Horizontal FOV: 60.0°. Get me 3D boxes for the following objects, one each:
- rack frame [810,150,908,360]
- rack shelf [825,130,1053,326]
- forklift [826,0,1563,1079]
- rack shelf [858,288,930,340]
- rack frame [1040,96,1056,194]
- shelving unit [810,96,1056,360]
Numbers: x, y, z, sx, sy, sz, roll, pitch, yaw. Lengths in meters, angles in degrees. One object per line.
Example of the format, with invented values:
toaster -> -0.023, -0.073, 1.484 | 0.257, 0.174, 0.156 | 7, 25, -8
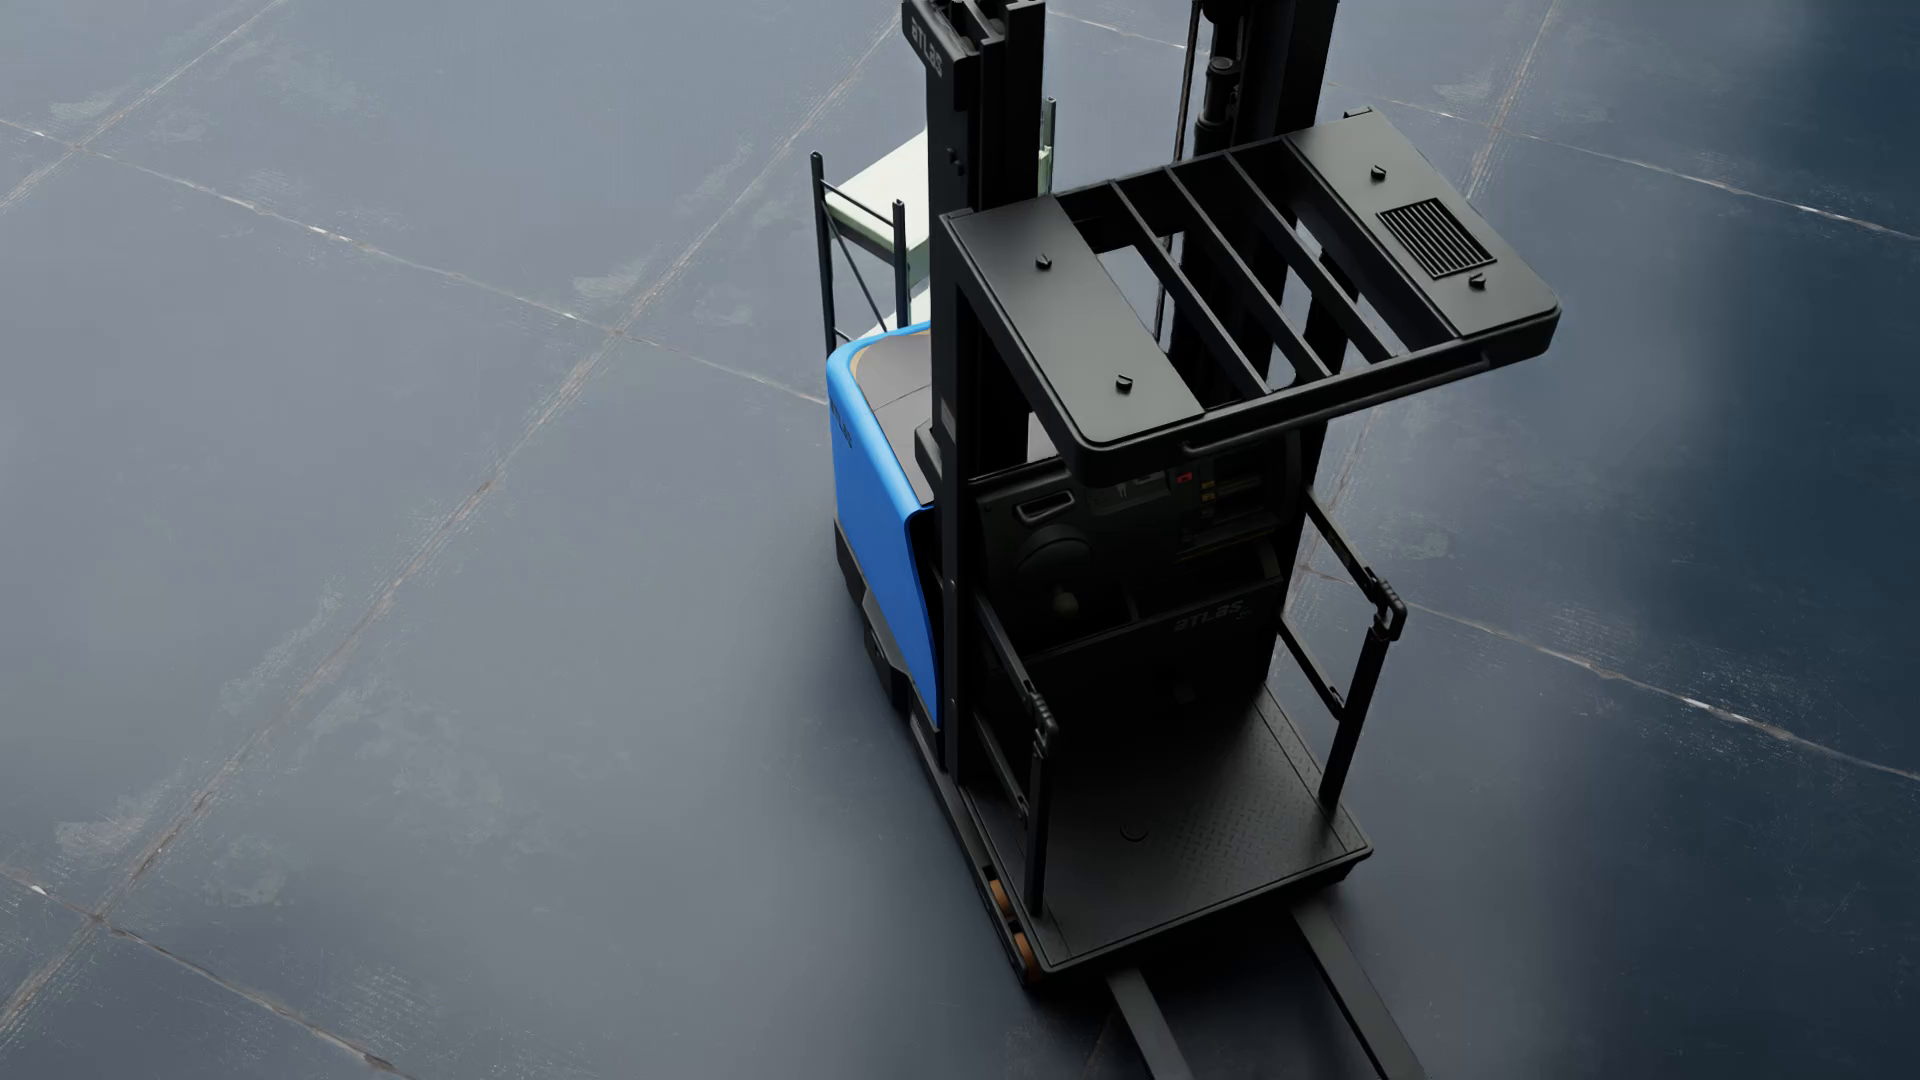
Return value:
rack frame -> -0.327, -0.660, 5.827 | 0.400, 1.500, 0.023 | 35, 58, 26
rack shelf -> -0.081, -1.119, 5.705 | 0.431, 0.370, 0.720 | 35, 58, 26
forklift -> 0.570, 0.029, 4.301 | 1.130, 2.935, 3.031 | -17, 52, -14
rack shelf -> -0.081, -0.655, 6.250 | 0.431, 0.370, 0.720 | 35, 58, 26
rack frame -> 0.165, -1.073, 6.178 | 0.400, 1.500, 0.023 | 35, 58, 26
shelving unit -> -0.081, -0.866, 6.002 | 0.431, 1.500, 0.755 | 35, 58, 26
